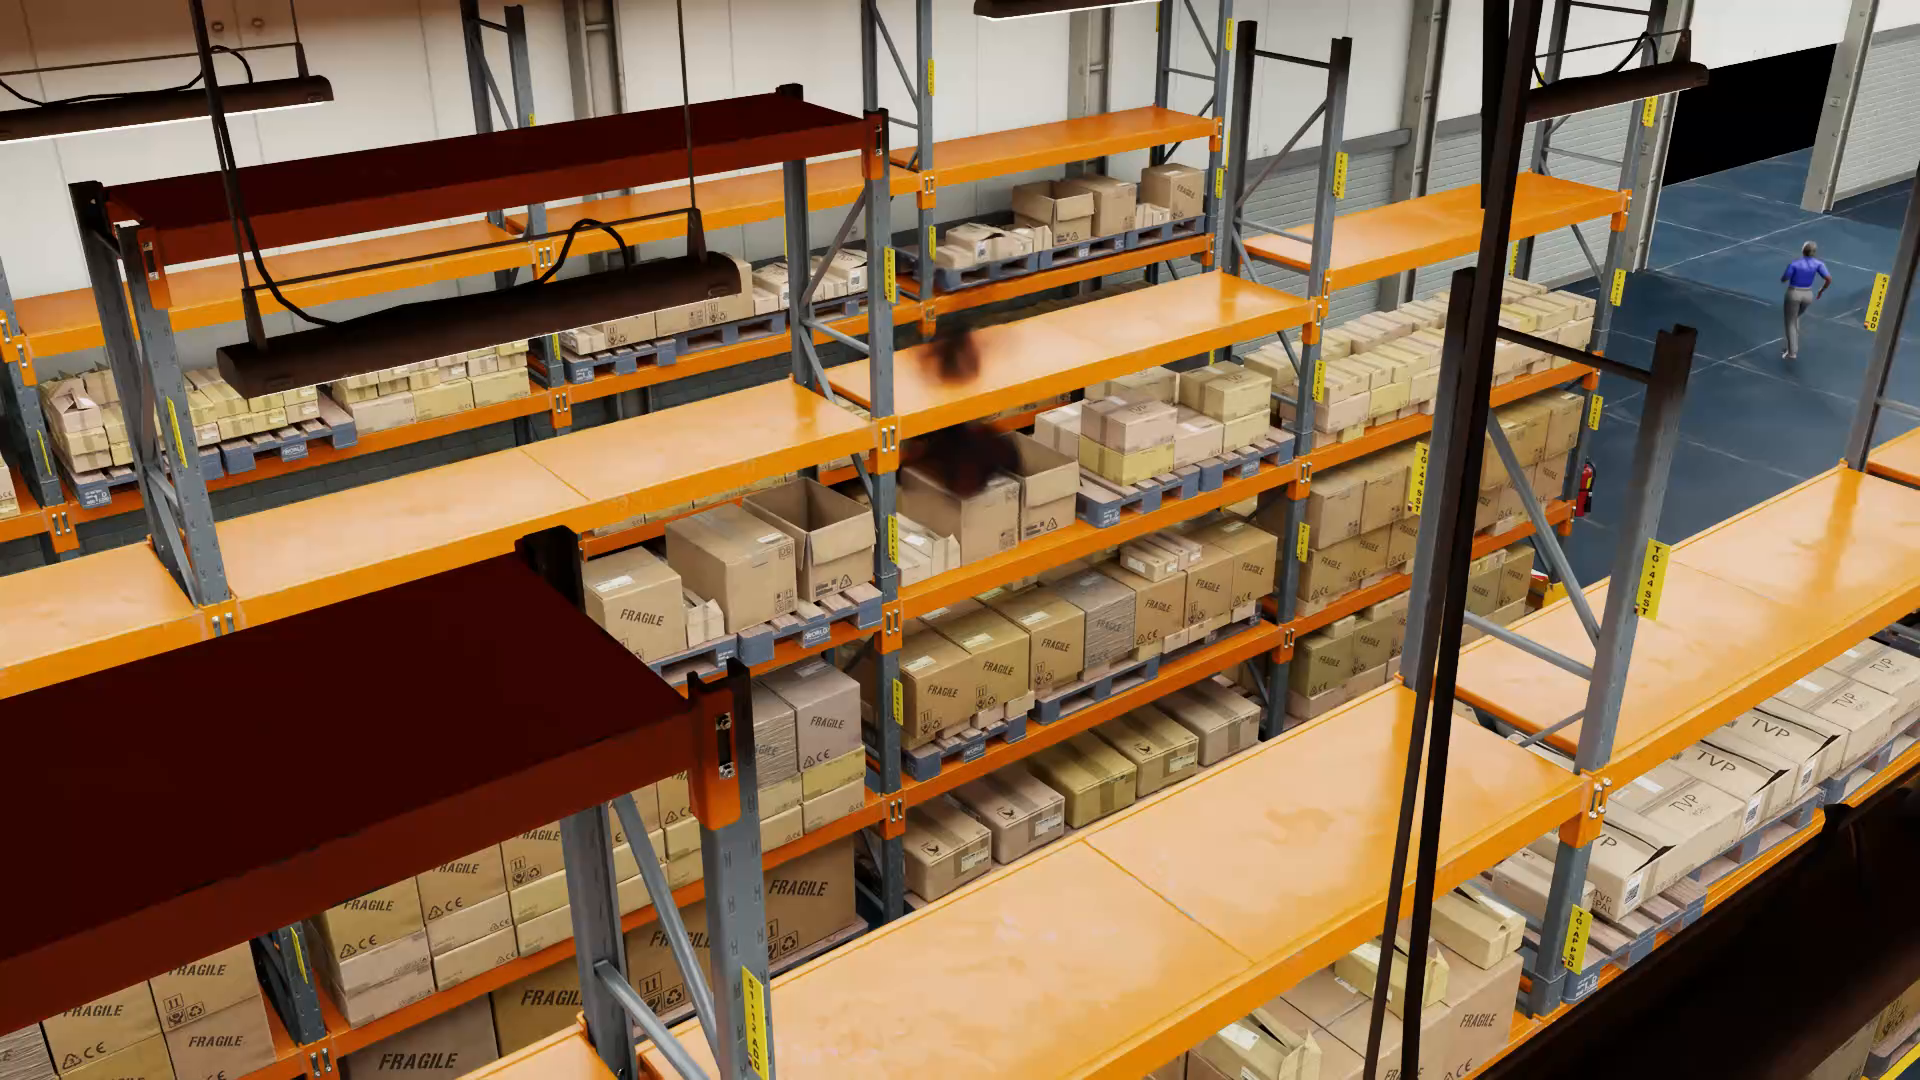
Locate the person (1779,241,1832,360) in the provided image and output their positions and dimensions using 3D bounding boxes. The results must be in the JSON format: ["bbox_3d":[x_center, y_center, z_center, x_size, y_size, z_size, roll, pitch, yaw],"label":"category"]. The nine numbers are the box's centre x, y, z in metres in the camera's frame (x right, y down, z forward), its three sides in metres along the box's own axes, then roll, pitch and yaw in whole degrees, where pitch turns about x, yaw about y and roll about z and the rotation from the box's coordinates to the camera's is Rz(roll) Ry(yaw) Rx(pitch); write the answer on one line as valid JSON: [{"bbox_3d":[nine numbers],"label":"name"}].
[{"bbox_3d":[11.569,-3.281,22.938,0.546,1.719,0.770,0,26,0],"label":"person"}]
